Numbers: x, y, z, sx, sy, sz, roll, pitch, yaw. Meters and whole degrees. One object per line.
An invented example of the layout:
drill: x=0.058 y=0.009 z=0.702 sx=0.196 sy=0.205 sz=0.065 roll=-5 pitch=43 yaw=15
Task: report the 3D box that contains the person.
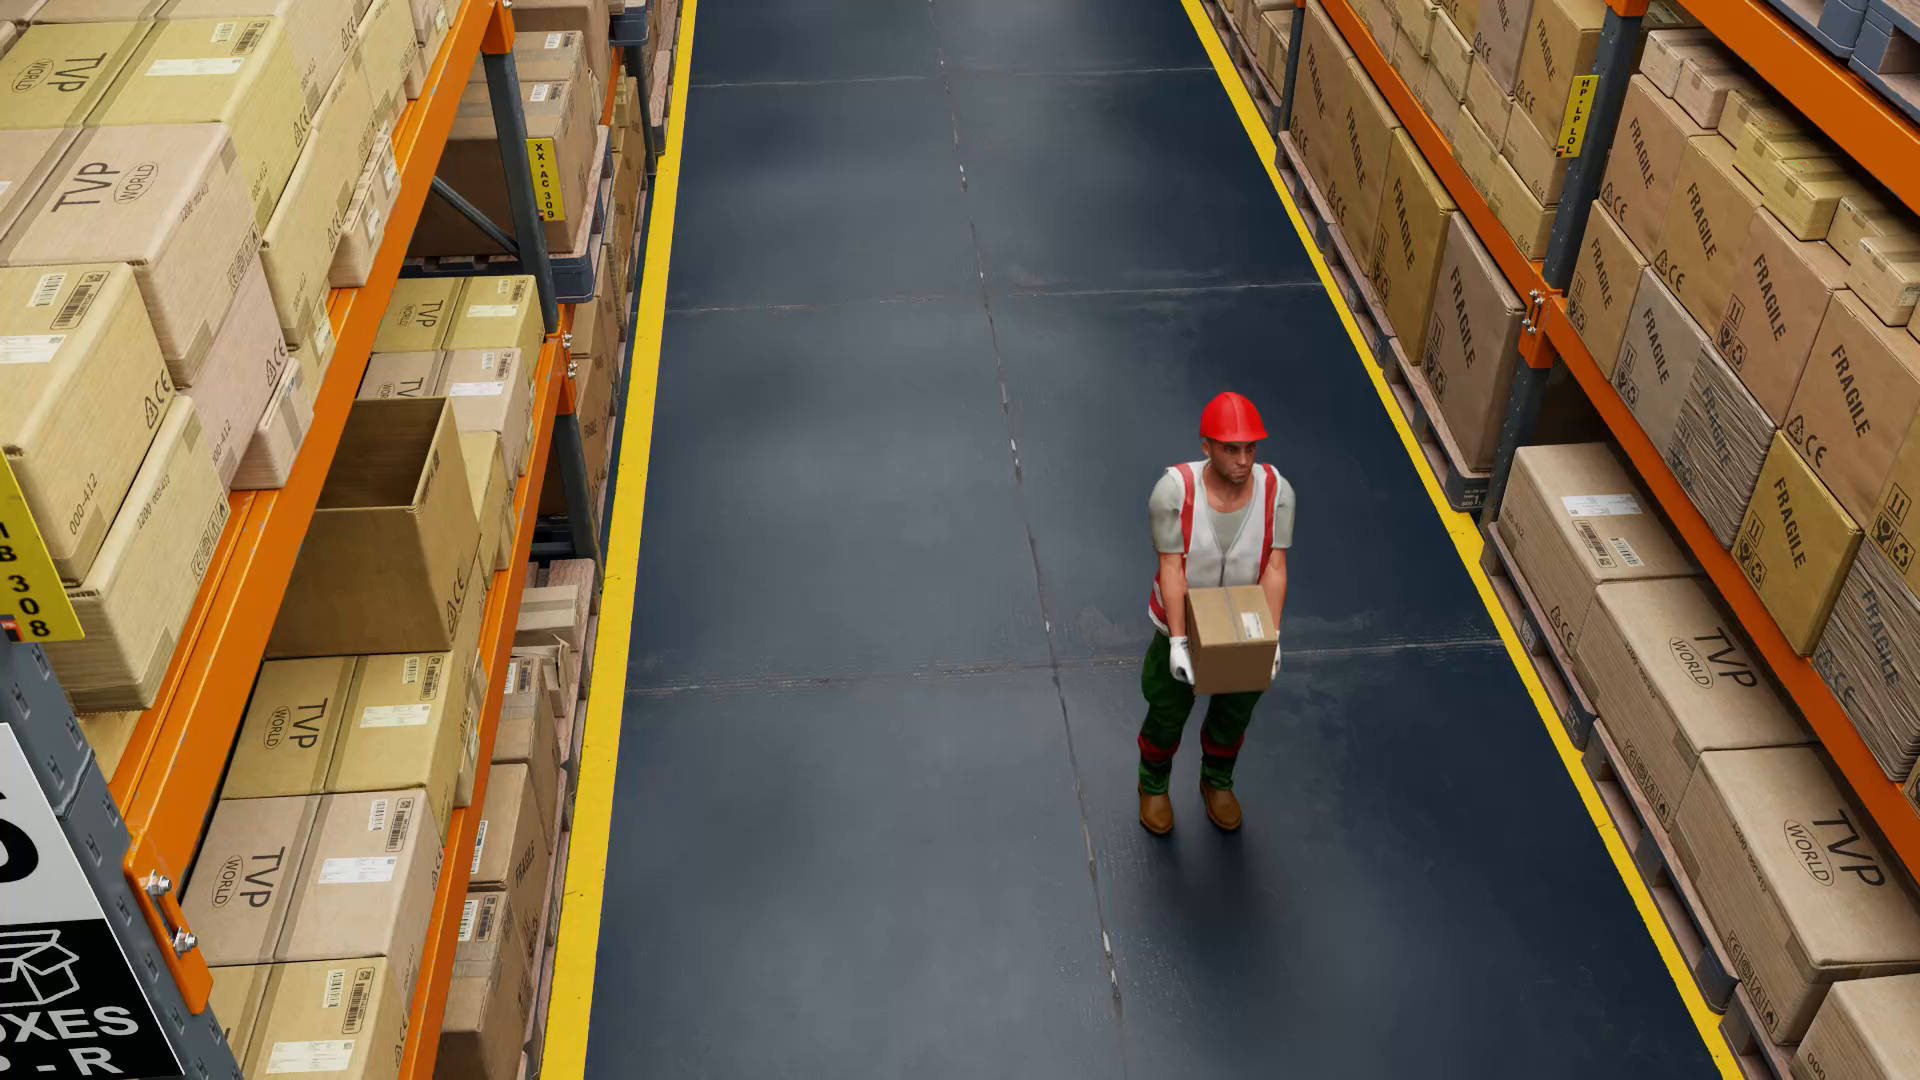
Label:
person: x=0.888 y=0.306 z=5.761 sx=0.618 sy=1.779 sz=0.451 roll=-5 pitch=39 yaw=-7
